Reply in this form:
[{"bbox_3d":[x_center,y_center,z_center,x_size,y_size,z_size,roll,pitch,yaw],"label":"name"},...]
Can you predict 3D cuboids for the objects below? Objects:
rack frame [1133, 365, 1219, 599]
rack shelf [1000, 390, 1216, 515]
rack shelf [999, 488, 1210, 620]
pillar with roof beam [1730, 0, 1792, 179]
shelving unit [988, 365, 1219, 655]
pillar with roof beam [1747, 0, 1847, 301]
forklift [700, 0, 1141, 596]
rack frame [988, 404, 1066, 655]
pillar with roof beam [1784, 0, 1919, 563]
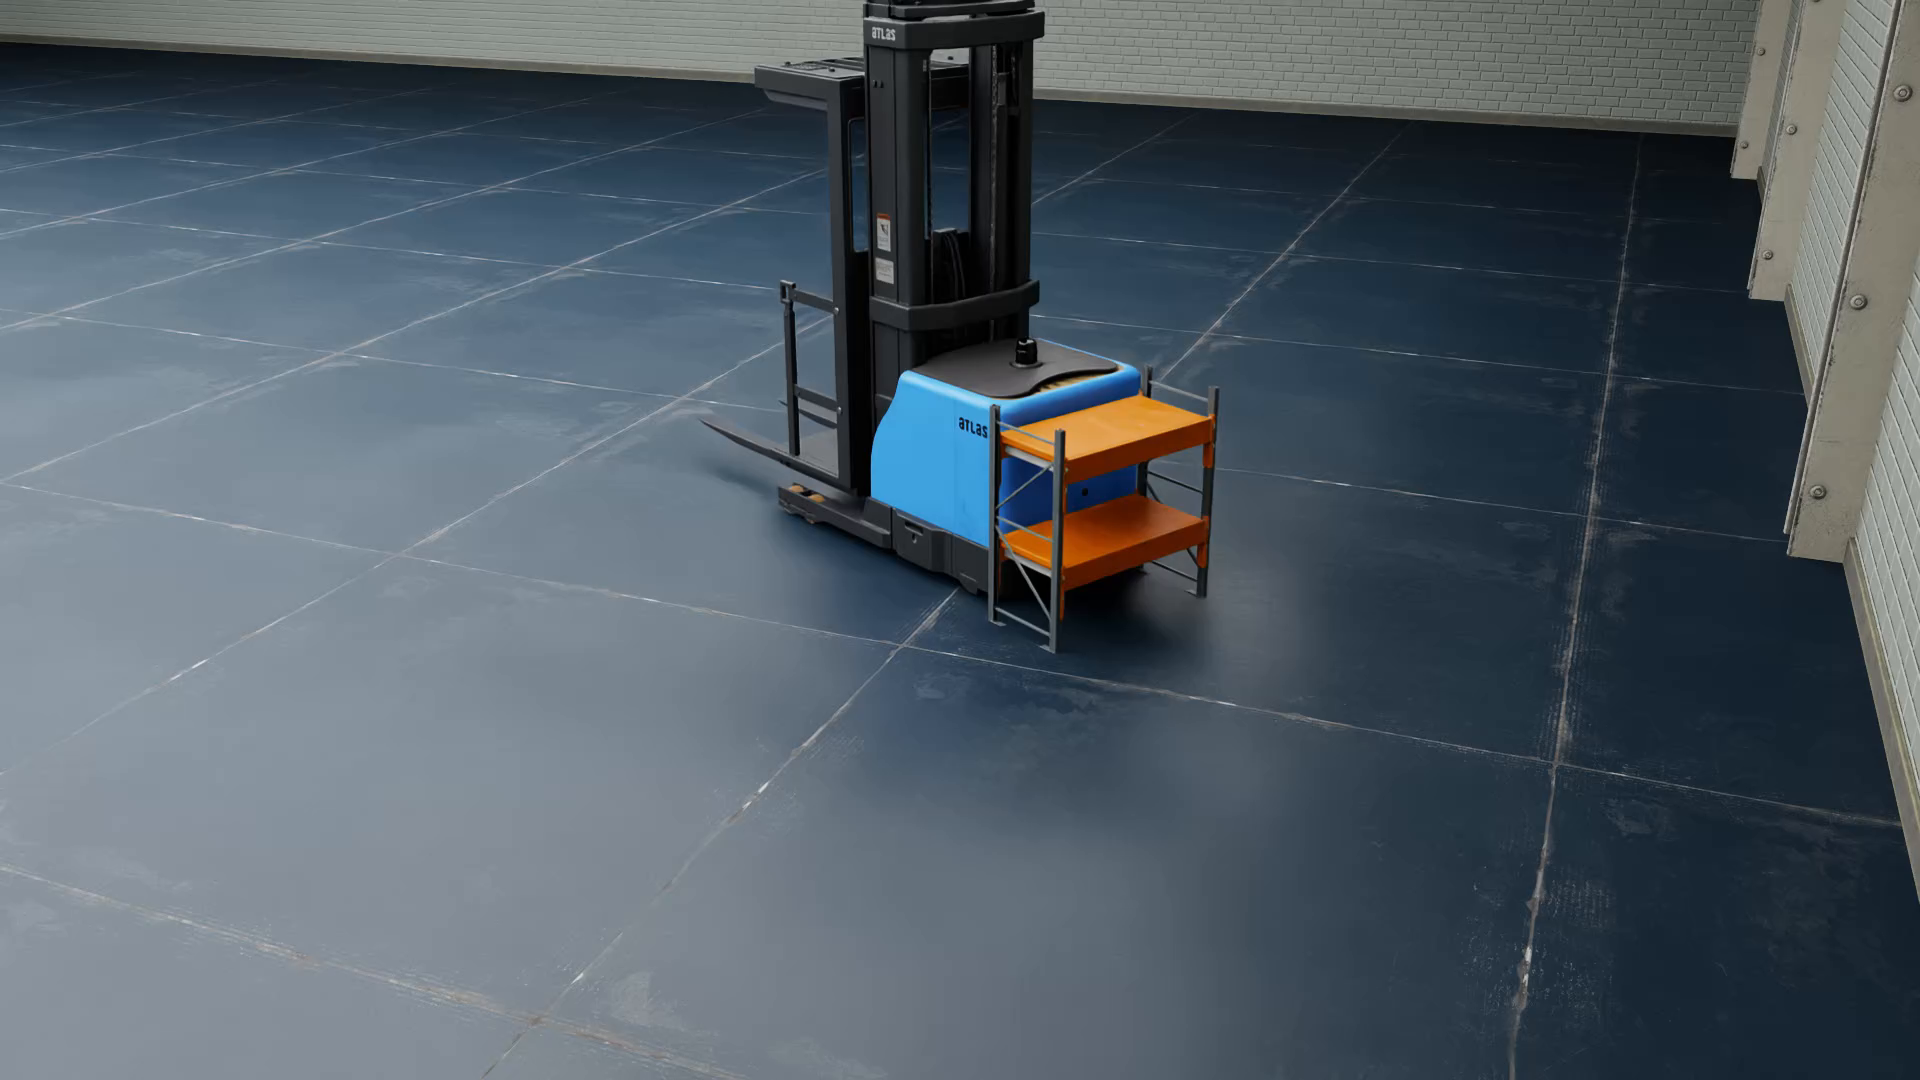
[{"bbox_3d":[1.097,-0.296,8.498,0.032,1.125,0.500,-17,28,-36],"label":"rack frame"},{"bbox_3d":[0.703,-0.442,8.089,1.000,0.278,0.538,-17,28,-36],"label":"rack shelf"},{"bbox_3d":[0.703,0.054,8.296,1.000,0.278,0.538,-17,28,-36],"label":"rack shelf"},{"bbox_3d":[5.180,-9.027,19.187,9.100,9.000,0.400,9,24,20],"label":"pillar with roof beam"},{"bbox_3d":[0.703,-0.172,8.201,1.048,1.125,0.538,-17,28,-36],"label":"shelving unit"},{"bbox_3d":[2.952,-6.880,14.046,9.100,9.000,0.400,9,24,20],"label":"pillar with roof beam"},{"bbox_3d":[-0.396,-1.559,9.179,1.130,2.935,3.031,-19,29,-38],"label":"forklift"},{"bbox_3d":[0.309,-0.048,7.905,0.032,1.125,0.500,-17,28,-36],"label":"rack frame"},{"bbox_3d":[0.723,-4.733,8.906,9.100,9.000,0.400,9,24,20],"label":"pillar with roof beam"}]
